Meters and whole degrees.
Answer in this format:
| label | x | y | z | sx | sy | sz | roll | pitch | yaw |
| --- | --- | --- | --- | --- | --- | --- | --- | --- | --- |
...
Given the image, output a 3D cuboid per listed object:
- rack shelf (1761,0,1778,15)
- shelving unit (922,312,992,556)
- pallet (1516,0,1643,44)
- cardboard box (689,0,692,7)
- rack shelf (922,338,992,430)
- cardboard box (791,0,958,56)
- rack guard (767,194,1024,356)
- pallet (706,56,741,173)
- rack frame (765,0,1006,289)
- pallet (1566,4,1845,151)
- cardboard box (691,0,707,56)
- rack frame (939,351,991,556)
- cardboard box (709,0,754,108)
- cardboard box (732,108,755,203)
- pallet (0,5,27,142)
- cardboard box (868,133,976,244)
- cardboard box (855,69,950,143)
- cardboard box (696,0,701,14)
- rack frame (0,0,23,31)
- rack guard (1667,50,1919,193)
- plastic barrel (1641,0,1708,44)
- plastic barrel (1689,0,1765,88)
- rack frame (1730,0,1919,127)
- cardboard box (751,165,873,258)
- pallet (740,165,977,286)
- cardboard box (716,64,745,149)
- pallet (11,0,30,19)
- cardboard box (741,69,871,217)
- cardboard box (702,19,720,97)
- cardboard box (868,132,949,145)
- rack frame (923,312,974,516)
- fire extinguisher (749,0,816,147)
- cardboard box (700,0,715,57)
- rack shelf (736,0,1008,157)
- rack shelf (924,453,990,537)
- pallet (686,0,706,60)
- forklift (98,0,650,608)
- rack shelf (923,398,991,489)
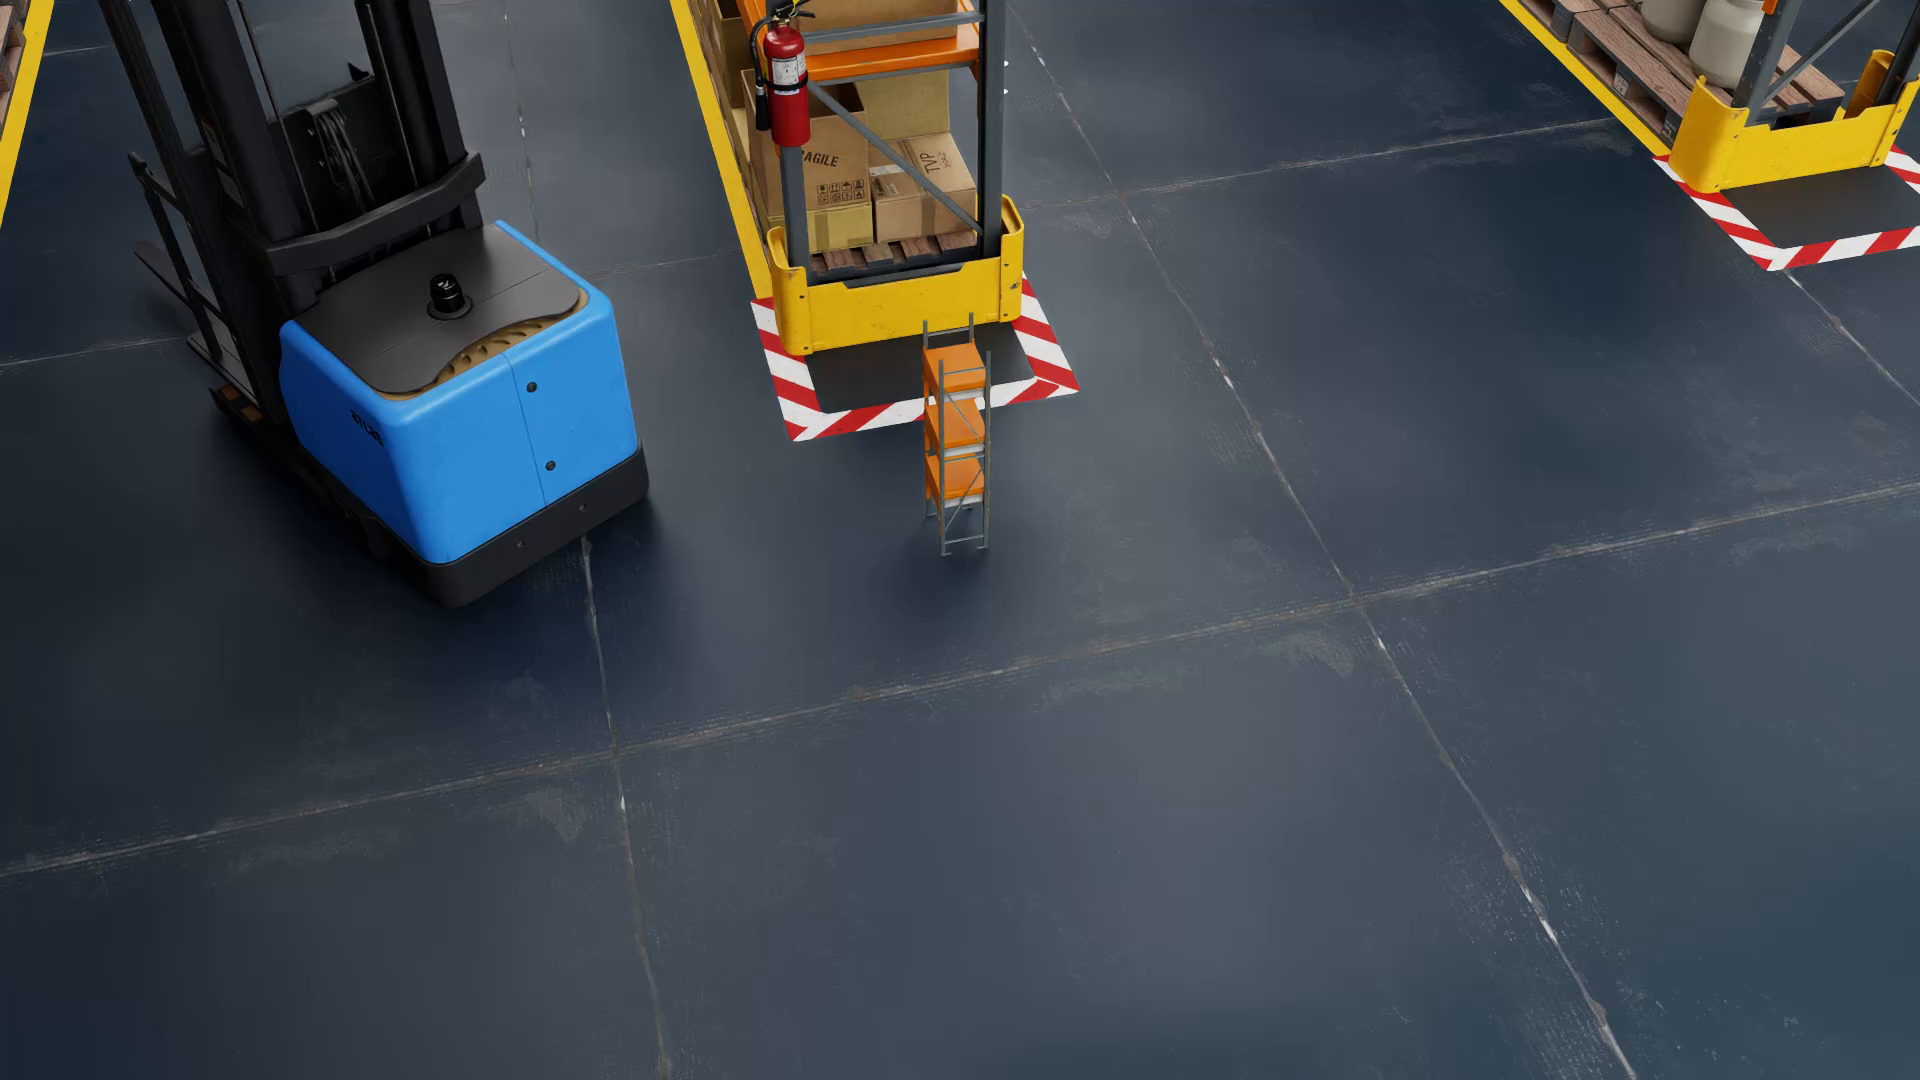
| label | x | y | z | sx | sy | sz | roll | pitch | yaw |
| --- | --- | --- | --- | --- | --- | --- | --- | --- | --- |
| rack shelf | 3.974 | -4.183 | 9.504 | 1.077 | 0.370 | 4.000 | -11 | 47 | -10 |
| shelving unit | -0.014 | -0.404 | 6.662 | 0.215 | 1.050 | 0.252 | -11 | 47 | -10 |
| pallet | 3.909 | -3.525 | 10.307 | 1.003 | 0.211 | 1.213 | -11 | 47 | -10 |
| cardboard box | -1.379 | -3.376 | 9.840 | 0.500 | 0.250 | 0.500 | -11 | 47 | -10 |
| rack shelf | -0.014 | -0.596 | 6.467 | 0.215 | 0.259 | 0.240 | -11 | 47 | -10 |
| cardboard box | -0.411 | -2.511 | 7.291 | 0.700 | 0.500 | 0.500 | -11 | 47 | -10 |
| rack guard | -0.297 | -1.260 | 7.885 | 1.175 | 0.500 | 0.348 | -11 | 47 | -10 |
| pallet | -0.849 | -2.536 | 9.339 | 1.003 | 0.211 | 1.213 | -11 | 47 | -10 |
| rack frame | -0.304 | -2.151 | 7.009 | 1.000 | 3.000 | 0.127 | -11 | 47 | -10 |
| pallet | 4.218 | -2.684 | 9.483 | 1.003 | 0.211 | 1.213 | -11 | 47 | -10 |
| cardboard box | -1.256 | -3.030 | 9.501 | 0.500 | 0.250 | 0.500 | -11 | 47 | -10 |
| rack frame | 0.018 | -0.320 | 6.579 | 0.200 | 1.050 | 0.008 | -11 | 47 | -10 |
| cardboard box | -0.999 | -2.602 | 8.557 | 0.500 | 0.500 | 0.500 | -11 | 47 | -10 |
| cardboard box | -0.866 | -1.995 | 8.487 | 0.500 | 0.250 | 0.500 | -11 | 47 | -10 |
| pallet | -5.909 | -2.571 | 9.373 | 1.003 | 0.211 | 1.213 | -11 | 47 | -10 |
| cardboard box | -0.226 | -1.747 | 8.244 | 0.500 | 0.250 | 0.500 | -11 | 47 | -10 |
| cardboard box | -0.356 | -2.354 | 8.314 | 0.500 | 0.500 | 0.500 | -11 | 47 | -10 |
| cardboard box | -1.255 | -3.292 | 9.233 | 0.500 | 0.500 | 0.500 | -11 | 47 | -10 |
| rack frame | -6.115 | -4.005 | 8.825 | 1.000 | 3.000 | 0.127 | -11 | 47 | -10 |
| rack guard | 4.421 | -2.223 | 8.830 | 1.175 | 0.500 | 0.348 | -11 | 47 | -10 |
| plastic barrel | 4.115 | -3.117 | 9.403 | 0.421 | 0.512 | 0.421 | 0 | 46 | 0 |
| plastic barrel | 4.243 | -2.771 | 9.064 | 0.421 | 0.512 | 0.421 | 0 | 46 | 0 |
| rack frame | 4.486 | -3.054 | 7.894 | 1.000 | 3.000 | 0.127 | -11 | 47 | -10 |
| cardboard box | -0.727 | -1.652 | 8.151 | 0.500 | 0.250 | 0.500 | -11 | 47 | -10 |
| pallet | -0.540 | -1.696 | 8.515 | 1.003 | 0.211 | 1.213 | -11 | 47 | -10 |
| cardboard box | -0.996 | -2.340 | 8.825 | 0.500 | 0.250 | 0.500 | -11 | 47 | -10 |
| pallet | -6.316 | -3.566 | 10.348 | 1.003 | 0.211 | 1.213 | -11 | 47 | -10 |
| cardboard box | -0.729 | -1.914 | 7.883 | 0.500 | 0.500 | 0.500 | -11 | 47 | -10 |
| cardboard box | -1.122 | -2.686 | 9.164 | 0.500 | 0.250 | 0.500 | -11 | 47 | -10 |
| cardboard box | -0.357 | -2.091 | 8.581 | 0.500 | 0.250 | 0.500 | -11 | 47 | -10 |
| rack frame | -0.045 | -0.489 | 6.745 | 0.200 | 1.050 | 0.008 | -11 | 47 | -10 |
| fire extinguisher | -0.722 | -1.958 | 6.873 | 0.296 | 0.674 | 0.183 | -11 | 47 | -10 |
| cardboard box | -1.126 | -2.947 | 8.895 | 0.500 | 0.500 | 0.500 | -11 | 47 | -10 |
| rack shelf | -0.816 | -3.280 | 8.619 | 1.077 | 0.370 | 4.000 | -11 | 47 | -10 |
| rack shelf | -0.014 | -0.202 | 6.868 | 0.215 | 0.259 | 0.240 | -11 | 47 | -10 |
| pallet | -1.165 | -3.380 | 10.166 | 1.003 | 0.211 | 1.213 | -11 | 47 | -10 |
| forklift | -2.724 | -1.705 | 6.619 | 1.130 | 2.935 | 3.031 | -35 | 55 | -30 |
| rack shelf | -0.014 | -0.397 | 6.670 | 0.215 | 0.259 | 0.240 | -11 | 47 | -10 |
